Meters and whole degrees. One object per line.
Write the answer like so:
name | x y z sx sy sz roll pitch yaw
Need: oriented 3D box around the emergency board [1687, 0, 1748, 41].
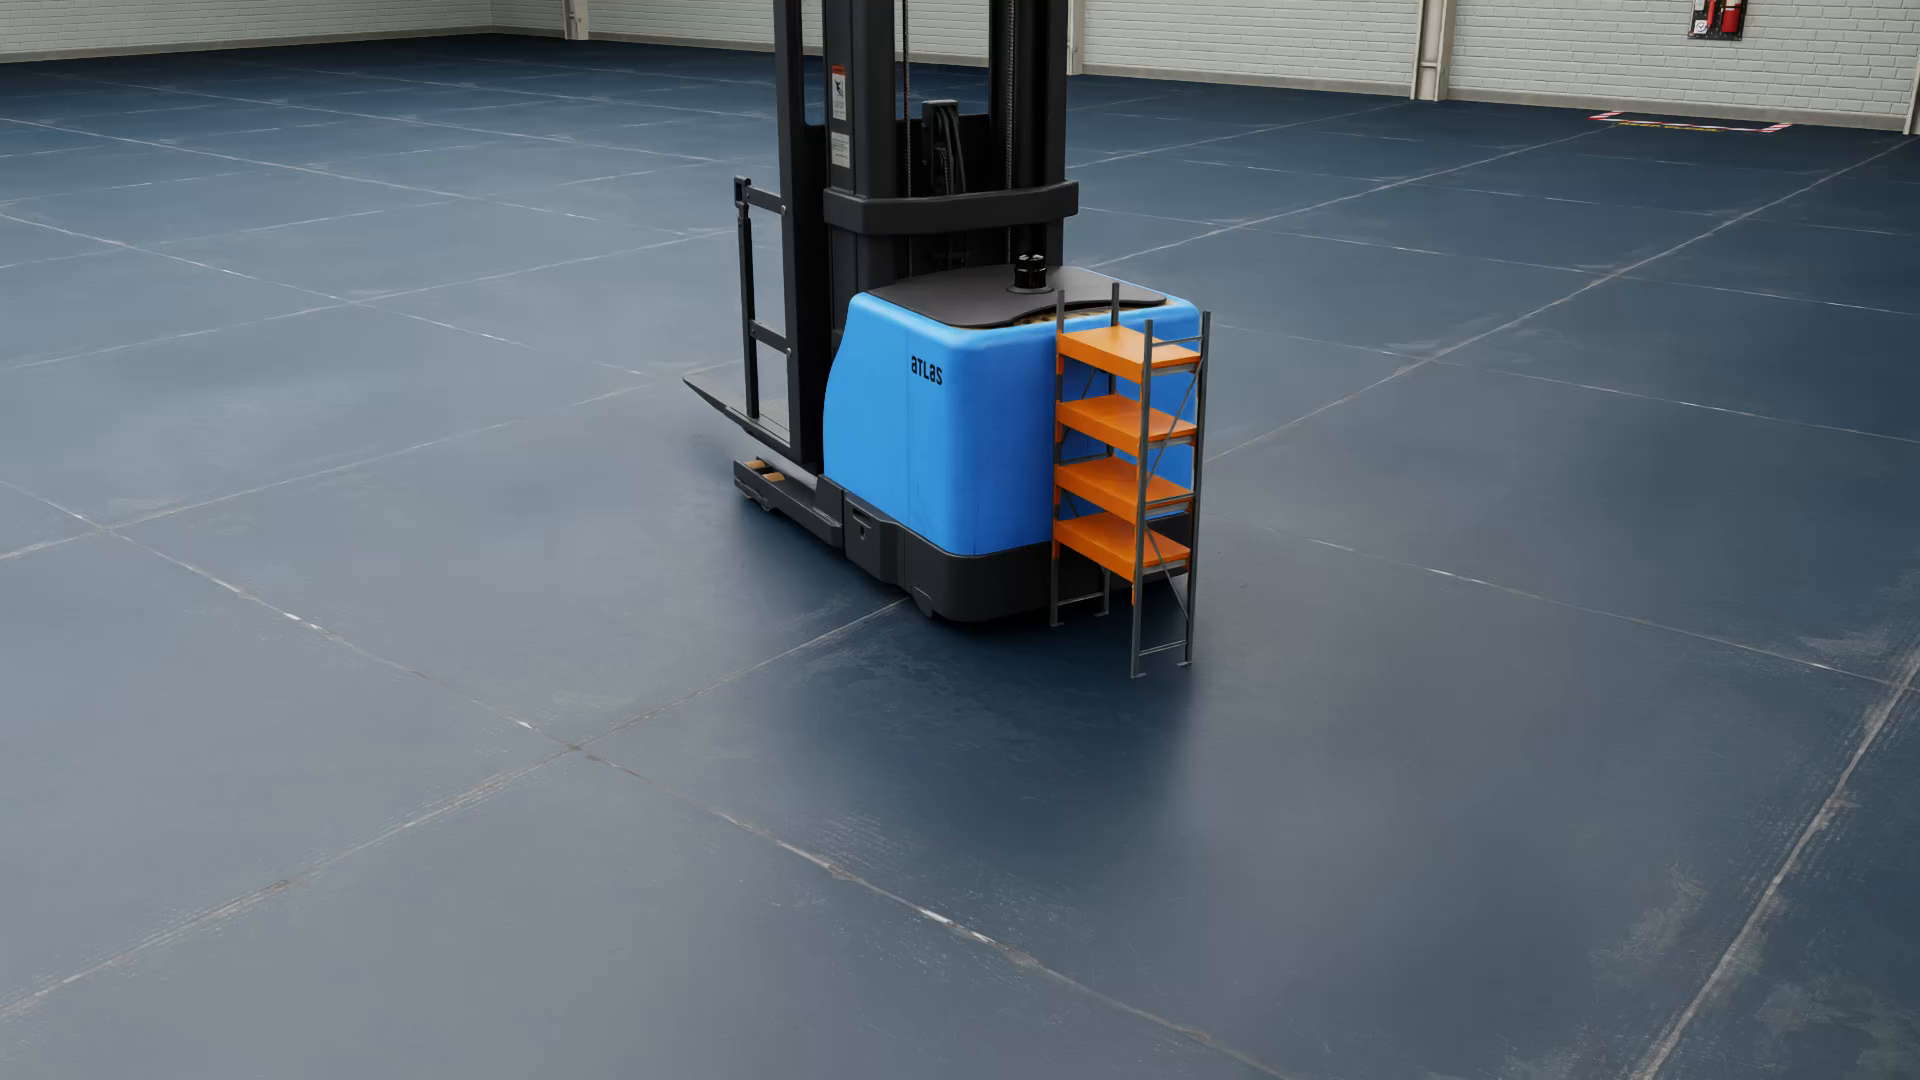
emergency board | 9.087 -6.582 19.872 0.643 1.169 0.194 16 26 36

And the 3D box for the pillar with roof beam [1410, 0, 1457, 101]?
pillar with roof beam | 3.607 -8.989 17.753 0.400 9.000 9.100 16 26 36

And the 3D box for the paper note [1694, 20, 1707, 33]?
paper note | 8.993 -6.228 20.182 0.142 0.148 0.016 16 26 36

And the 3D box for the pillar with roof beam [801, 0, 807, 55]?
pillar with roof beam | -5.690 -11.667 24.852 0.400 9.000 9.100 16 26 36

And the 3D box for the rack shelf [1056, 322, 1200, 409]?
rack shelf | 0.547 -0.570 5.365 0.258 0.148 0.480 -12 24 -28

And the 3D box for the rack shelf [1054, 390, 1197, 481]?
rack shelf | 0.547 -0.348 5.448 0.258 0.148 0.480 -12 24 -28

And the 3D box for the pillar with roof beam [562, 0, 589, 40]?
pillar with roof beam | -10.338 -13.005 28.402 0.400 9.000 9.100 16 26 36

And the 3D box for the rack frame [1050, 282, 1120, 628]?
rack frame | 0.424 -0.277 5.701 0.240 1.200 0.015 -12 24 -28

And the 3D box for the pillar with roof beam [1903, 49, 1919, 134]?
pillar with roof beam | 8.255 -7.651 14.203 0.400 9.000 9.100 16 26 36

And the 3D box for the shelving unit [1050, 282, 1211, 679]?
shelving unit | 0.547 -0.202 5.503 0.258 1.200 0.503 -12 24 -28

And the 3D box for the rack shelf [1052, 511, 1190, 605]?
rack shelf | 0.547 0.047 5.597 0.258 0.148 0.480 -12 24 -28

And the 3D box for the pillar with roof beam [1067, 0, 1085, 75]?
pillar with roof beam | -1.042 -10.328 21.302 0.400 9.000 9.100 16 26 36

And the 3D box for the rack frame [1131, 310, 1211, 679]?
rack frame | 0.669 -0.127 5.306 0.240 1.200 0.015 -12 24 -28

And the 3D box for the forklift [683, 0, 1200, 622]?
forklift | -0.313 -1.562 6.656 1.130 2.935 3.031 -12 24 -28

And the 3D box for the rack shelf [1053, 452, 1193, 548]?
rack shelf | 0.547 -0.139 5.527 0.258 0.148 0.480 -12 24 -28
